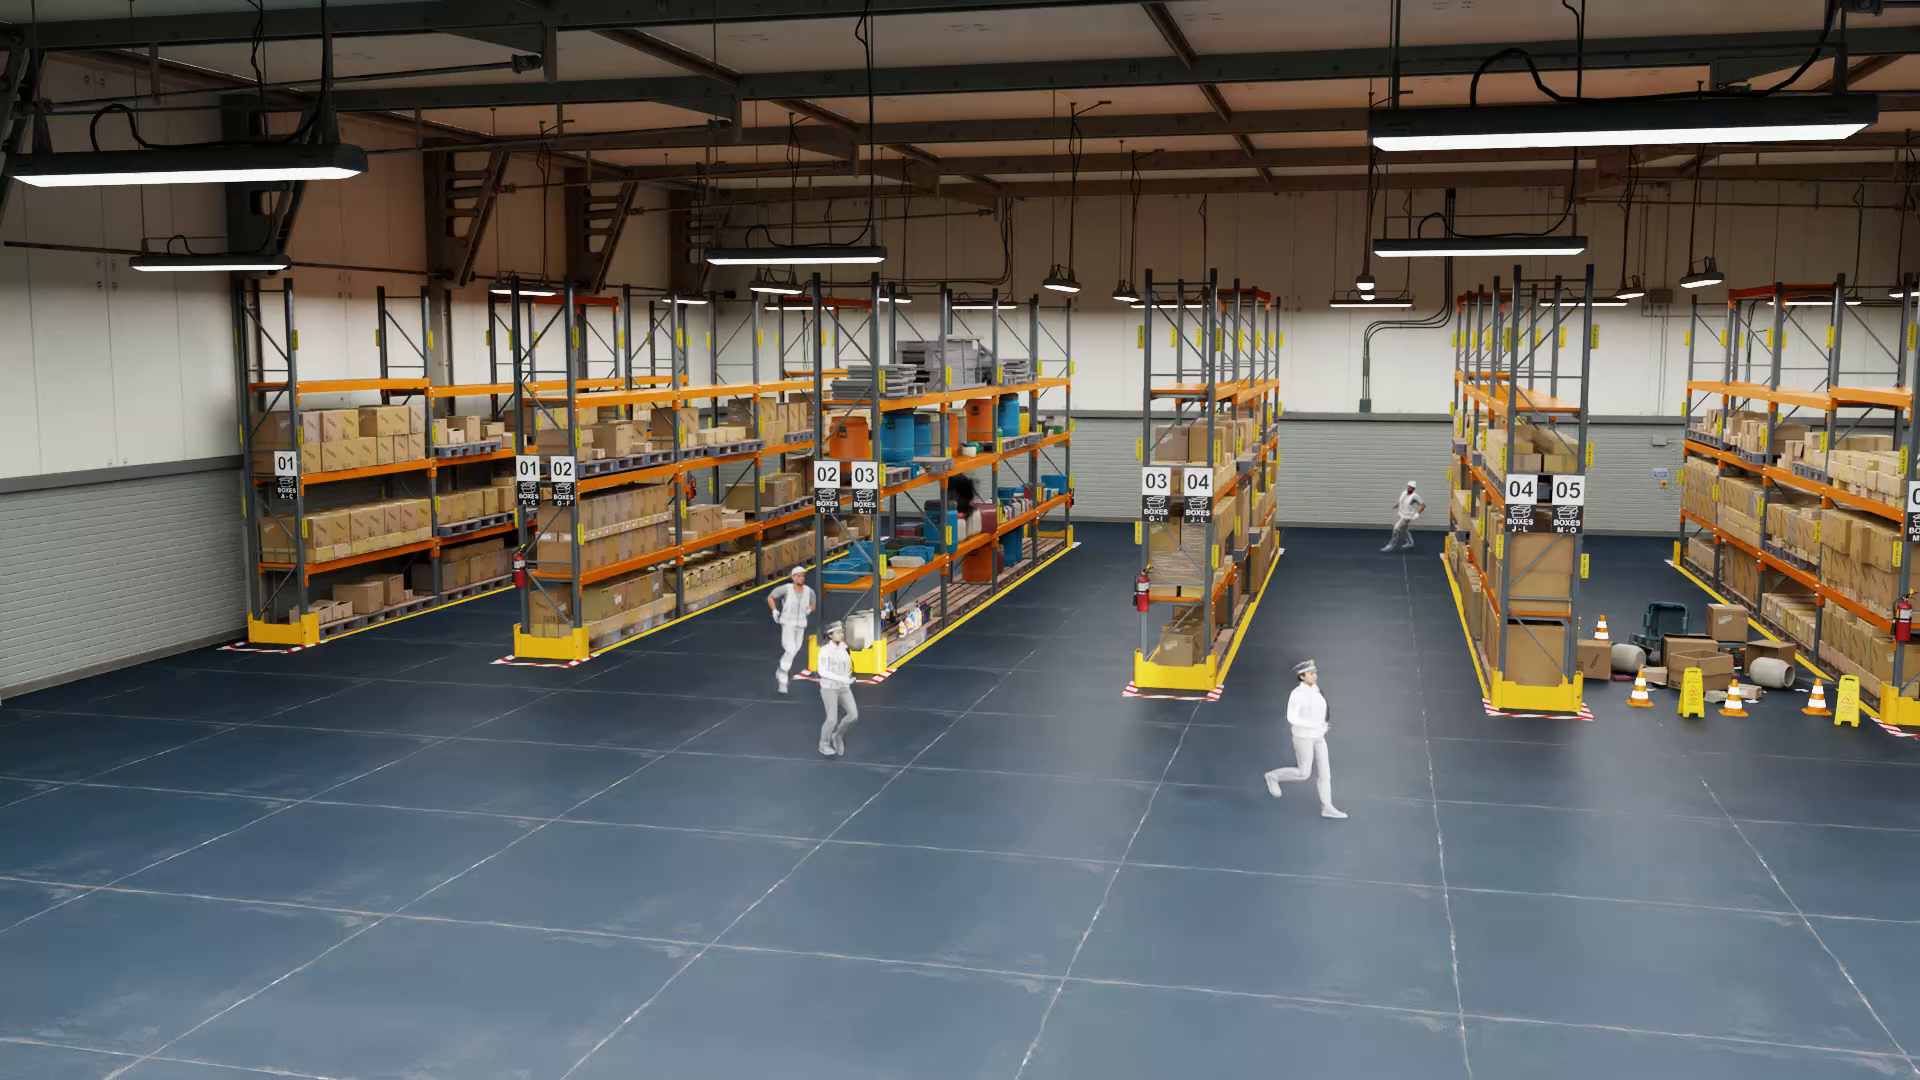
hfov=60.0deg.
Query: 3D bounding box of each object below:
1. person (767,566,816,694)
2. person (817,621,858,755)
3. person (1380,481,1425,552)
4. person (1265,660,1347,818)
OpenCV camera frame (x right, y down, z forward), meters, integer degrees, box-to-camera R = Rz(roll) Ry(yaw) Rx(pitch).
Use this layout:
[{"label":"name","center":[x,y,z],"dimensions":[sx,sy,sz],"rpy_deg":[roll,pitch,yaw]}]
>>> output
[{"label":"person","center":[-2.401,1.277,23.984],"dimensions":[0.685,1.826,0.719],"rpy_deg":[-4,8,-30]},{"label":"person","center":[-1.447,1.784,19.954],"dimensions":[0.618,1.671,0.635],"rpy_deg":[6,9,41]},{"label":"person","center":[10.443,-0.570,39.359],"dimensions":[0.951,1.711,0.836],"rpy_deg":[0,7,3]},{"label":"person","center":[3.694,2.072,17.566],"dimensions":[0.949,1.656,0.630],"rpy_deg":[7,10,44]}]
